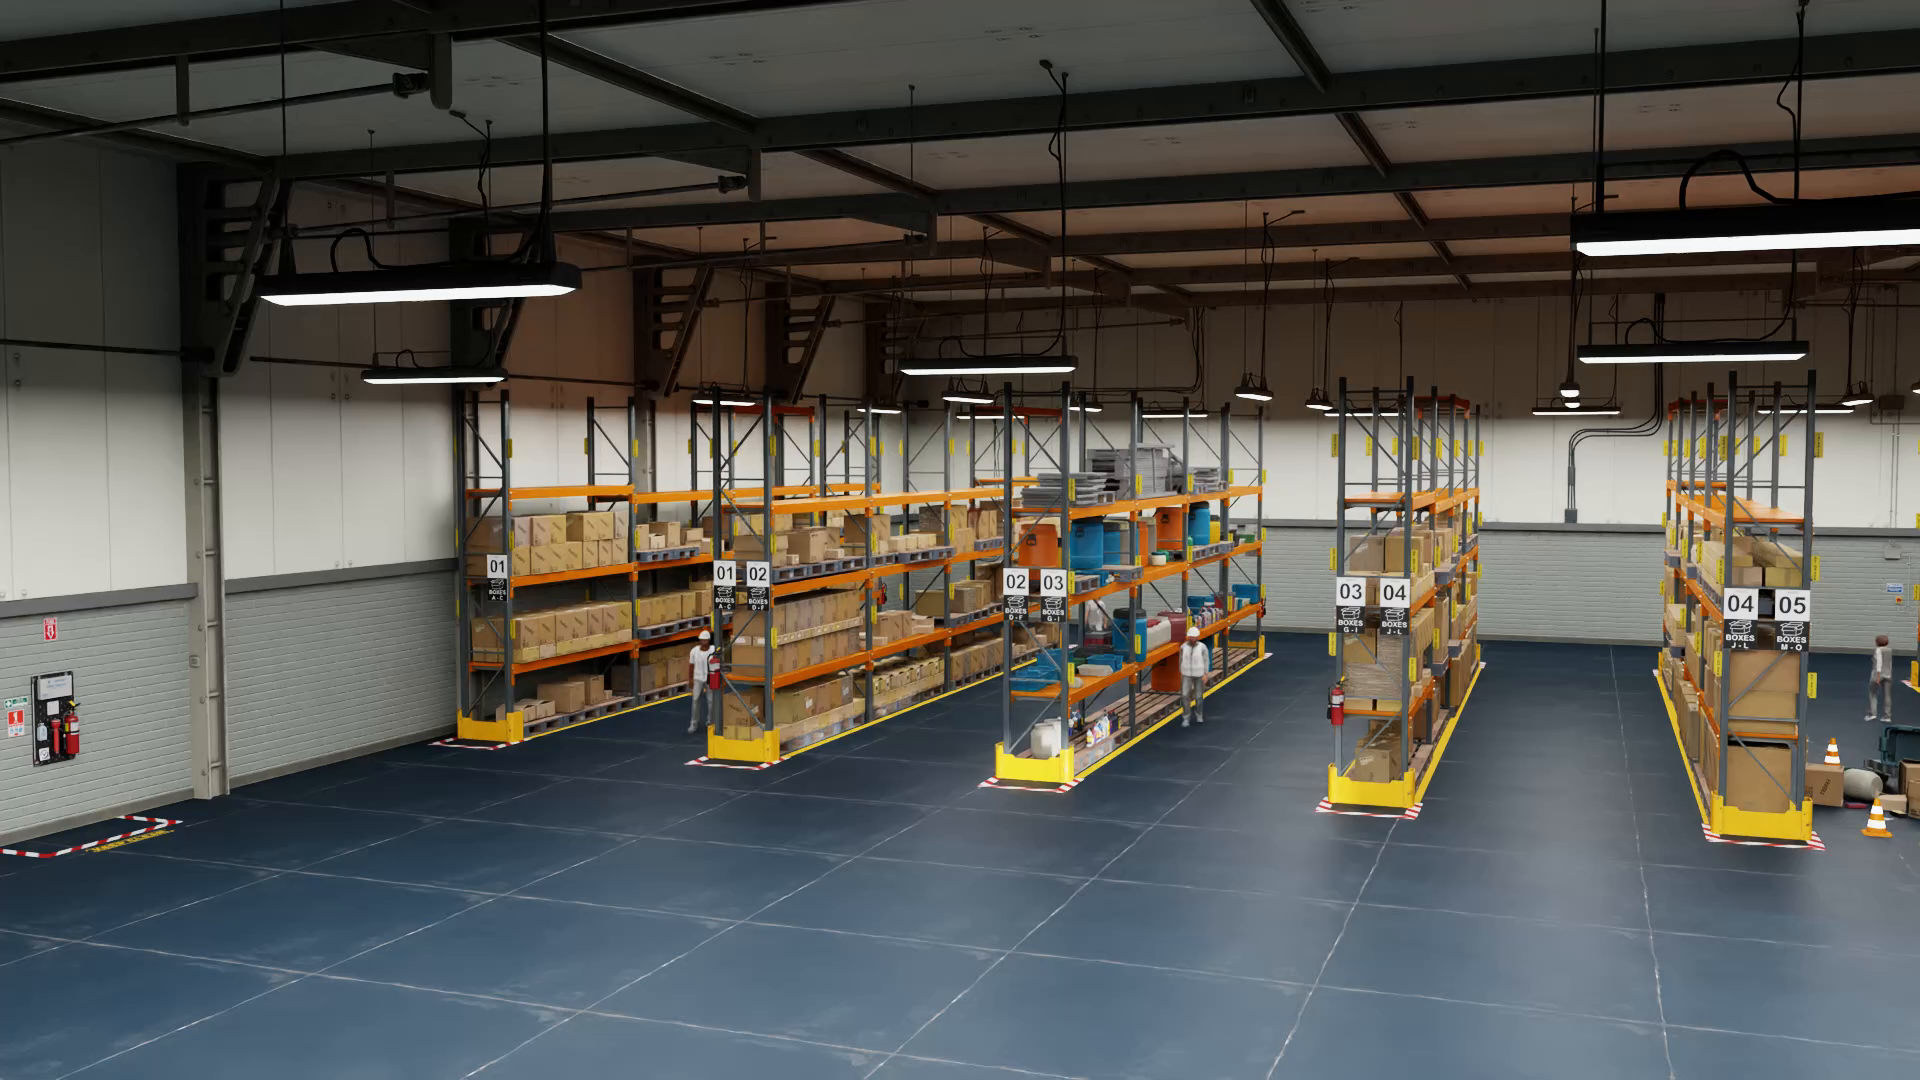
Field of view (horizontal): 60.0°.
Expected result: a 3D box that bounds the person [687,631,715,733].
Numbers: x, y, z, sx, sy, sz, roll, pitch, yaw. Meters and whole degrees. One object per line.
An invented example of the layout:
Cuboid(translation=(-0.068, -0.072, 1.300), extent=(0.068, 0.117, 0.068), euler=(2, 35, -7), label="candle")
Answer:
Cuboid(translation=(-4.554, 2.493, 29.597), extent=(0.595, 1.748, 0.862), euler=(0, 3, -3), label="person")

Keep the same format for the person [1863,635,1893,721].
Cuboid(translation=(16.909, 2.545, 30.454), extent=(0.407, 1.615, 0.634), euler=(0, 3, 3), label="person")

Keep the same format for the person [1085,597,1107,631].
Cuboid(translation=(3.235, 1.996, 39.741), extent=(0.500, 1.611, 1.082), euler=(1, 3, 17), label="person")

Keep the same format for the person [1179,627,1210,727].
Cuboid(translation=(4.239, 2.469, 30.137), extent=(0.582, 1.798, 0.656), euler=(1, 3, 20), label="person")
